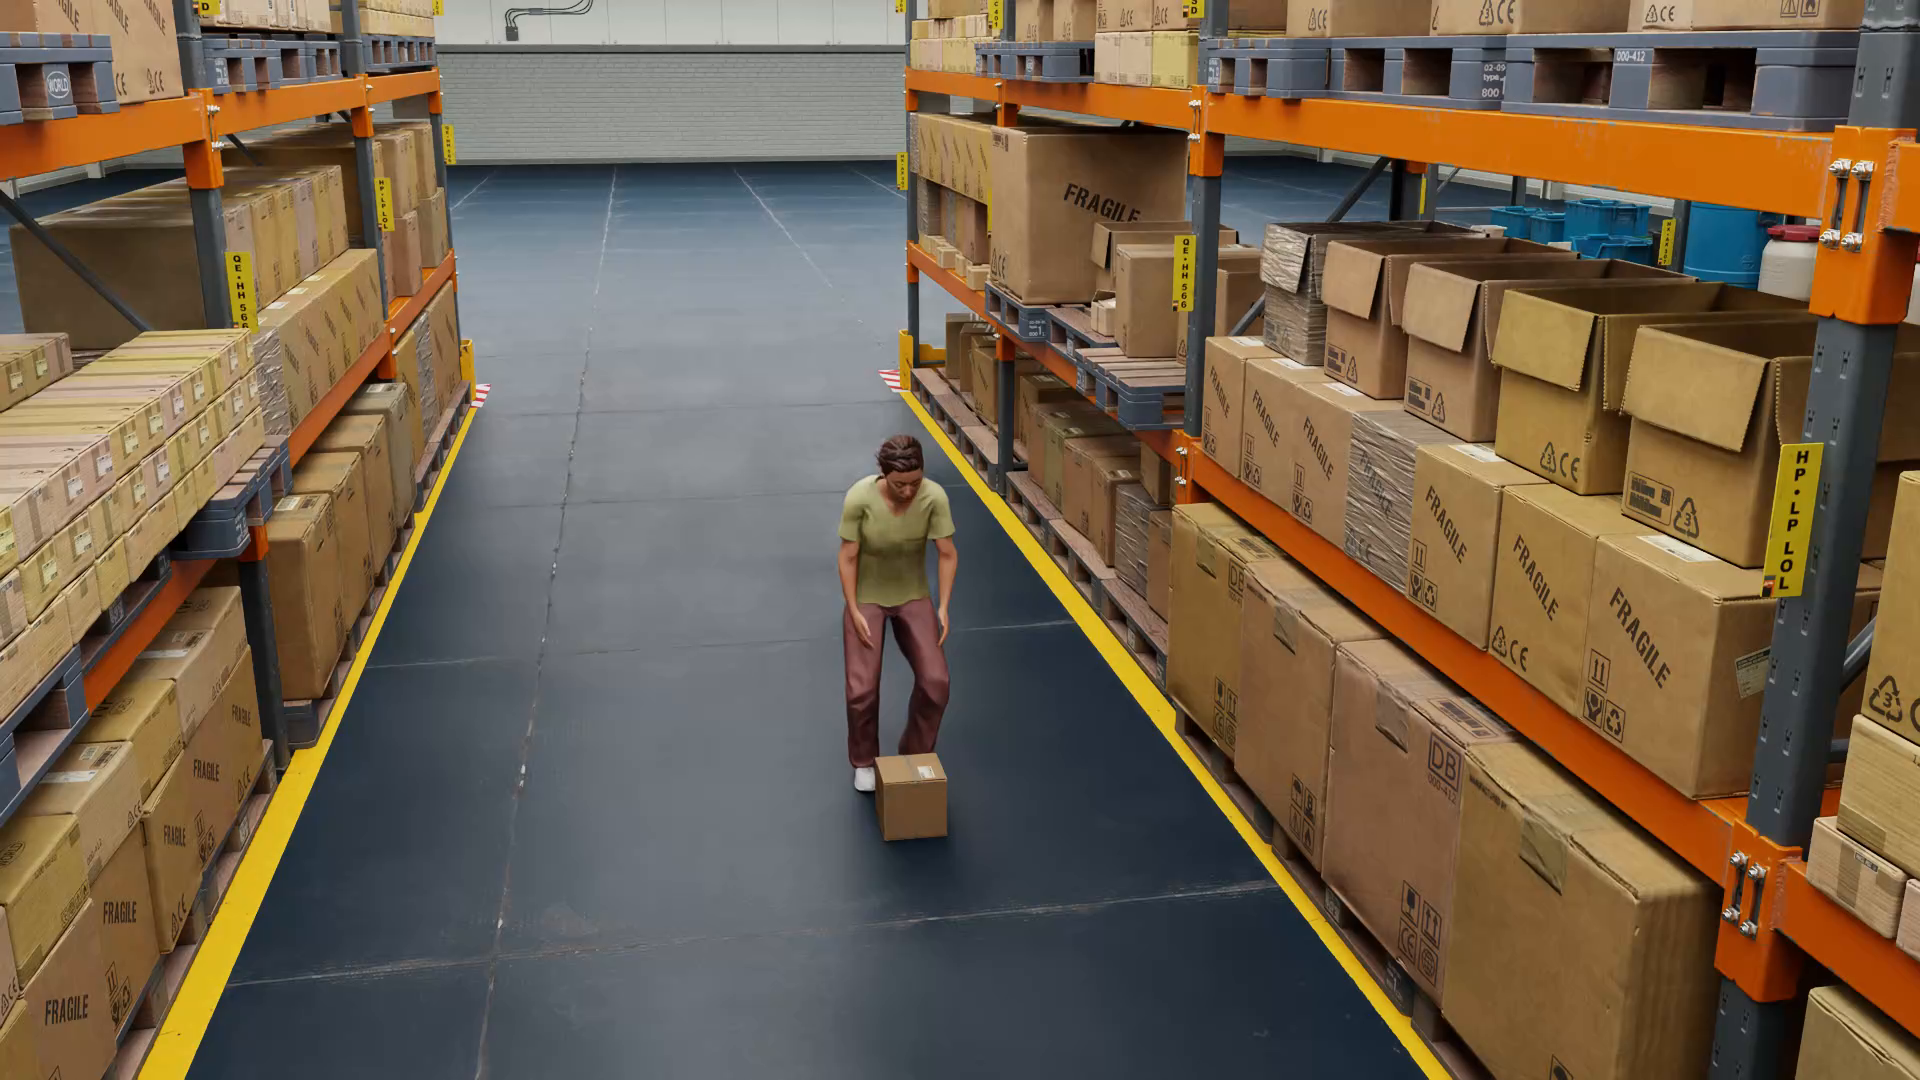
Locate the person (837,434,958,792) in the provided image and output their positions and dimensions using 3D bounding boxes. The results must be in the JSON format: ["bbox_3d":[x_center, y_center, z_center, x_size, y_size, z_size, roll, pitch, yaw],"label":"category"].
[{"bbox_3d":[-0.254,0.283,6.840,0.494,1.536,0.511,-3,17,-10],"label":"person"}]
